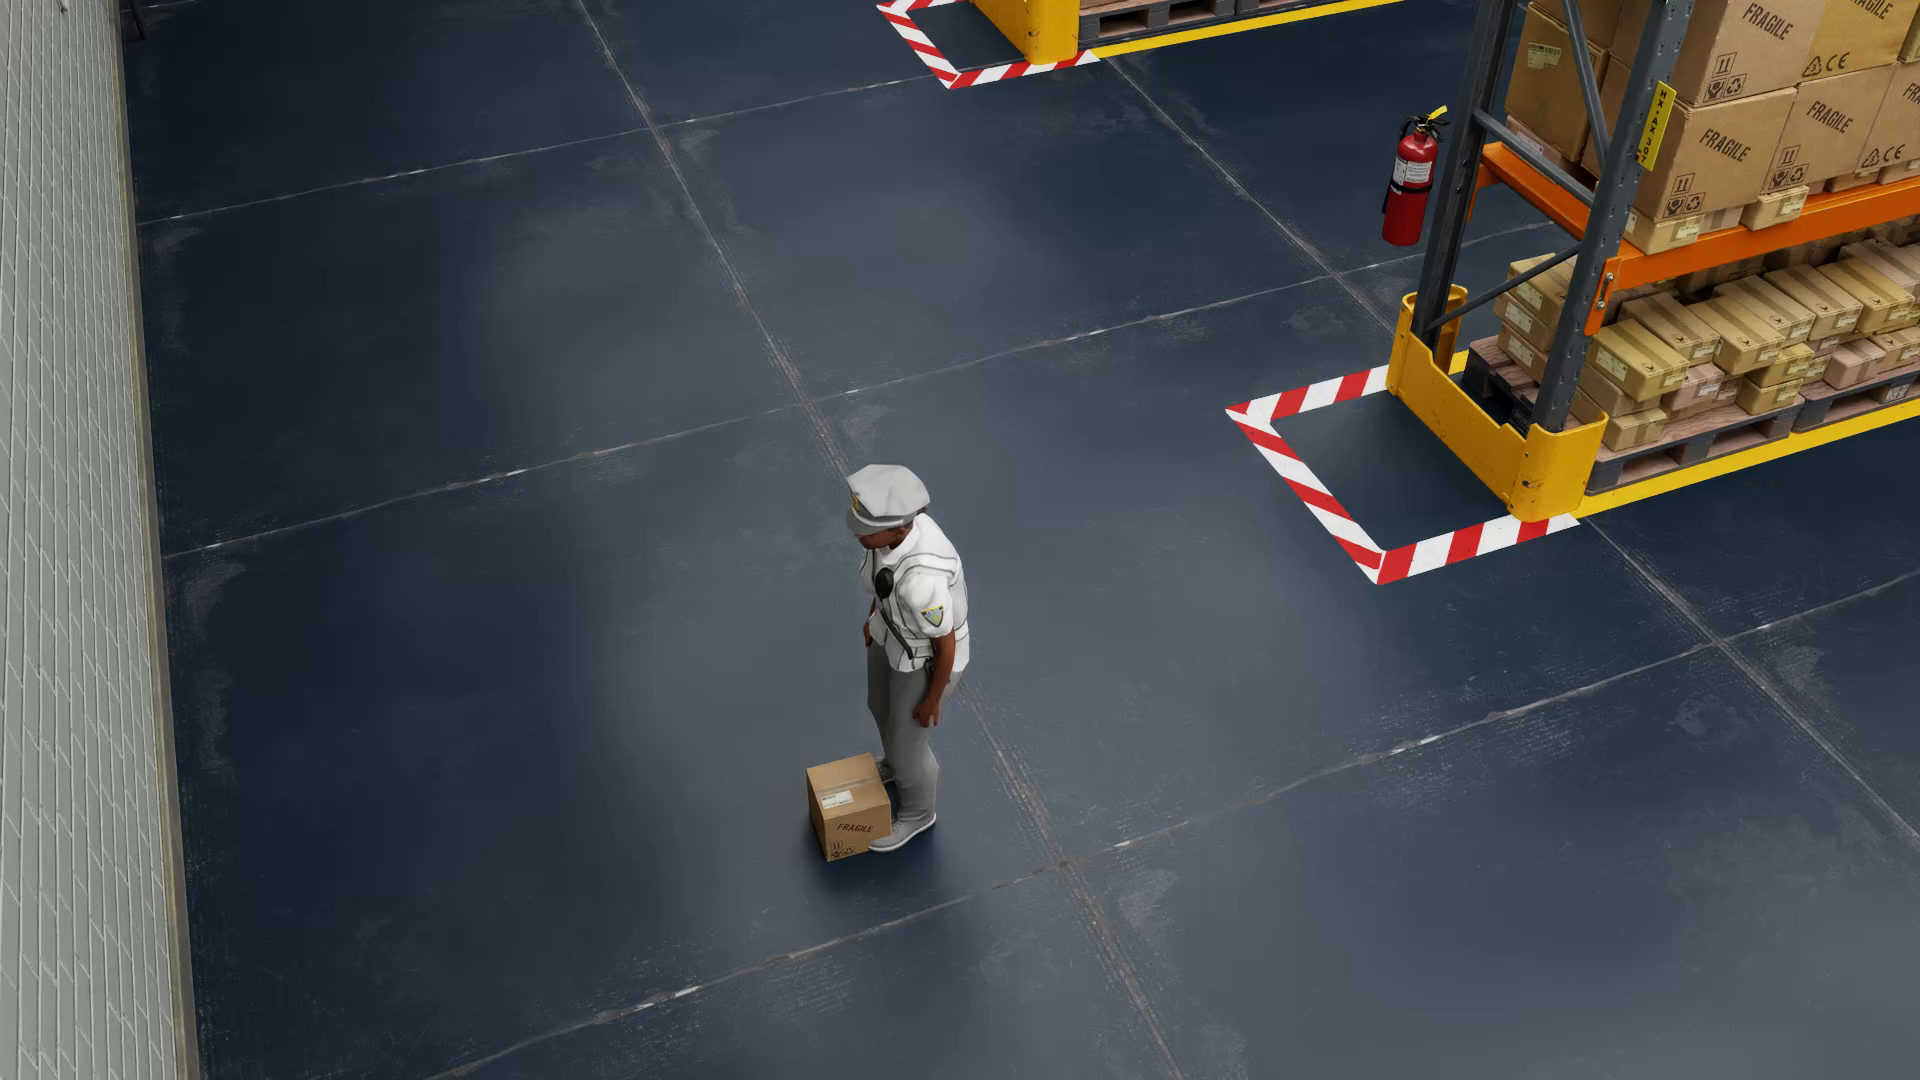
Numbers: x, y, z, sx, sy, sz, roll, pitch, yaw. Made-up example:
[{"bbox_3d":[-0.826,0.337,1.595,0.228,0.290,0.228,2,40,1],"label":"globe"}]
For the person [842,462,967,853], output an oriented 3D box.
[{"bbox_3d":[-0.205,0.398,5.717,0.418,1.661,0.525,-17,45,-18],"label":"person"}]
